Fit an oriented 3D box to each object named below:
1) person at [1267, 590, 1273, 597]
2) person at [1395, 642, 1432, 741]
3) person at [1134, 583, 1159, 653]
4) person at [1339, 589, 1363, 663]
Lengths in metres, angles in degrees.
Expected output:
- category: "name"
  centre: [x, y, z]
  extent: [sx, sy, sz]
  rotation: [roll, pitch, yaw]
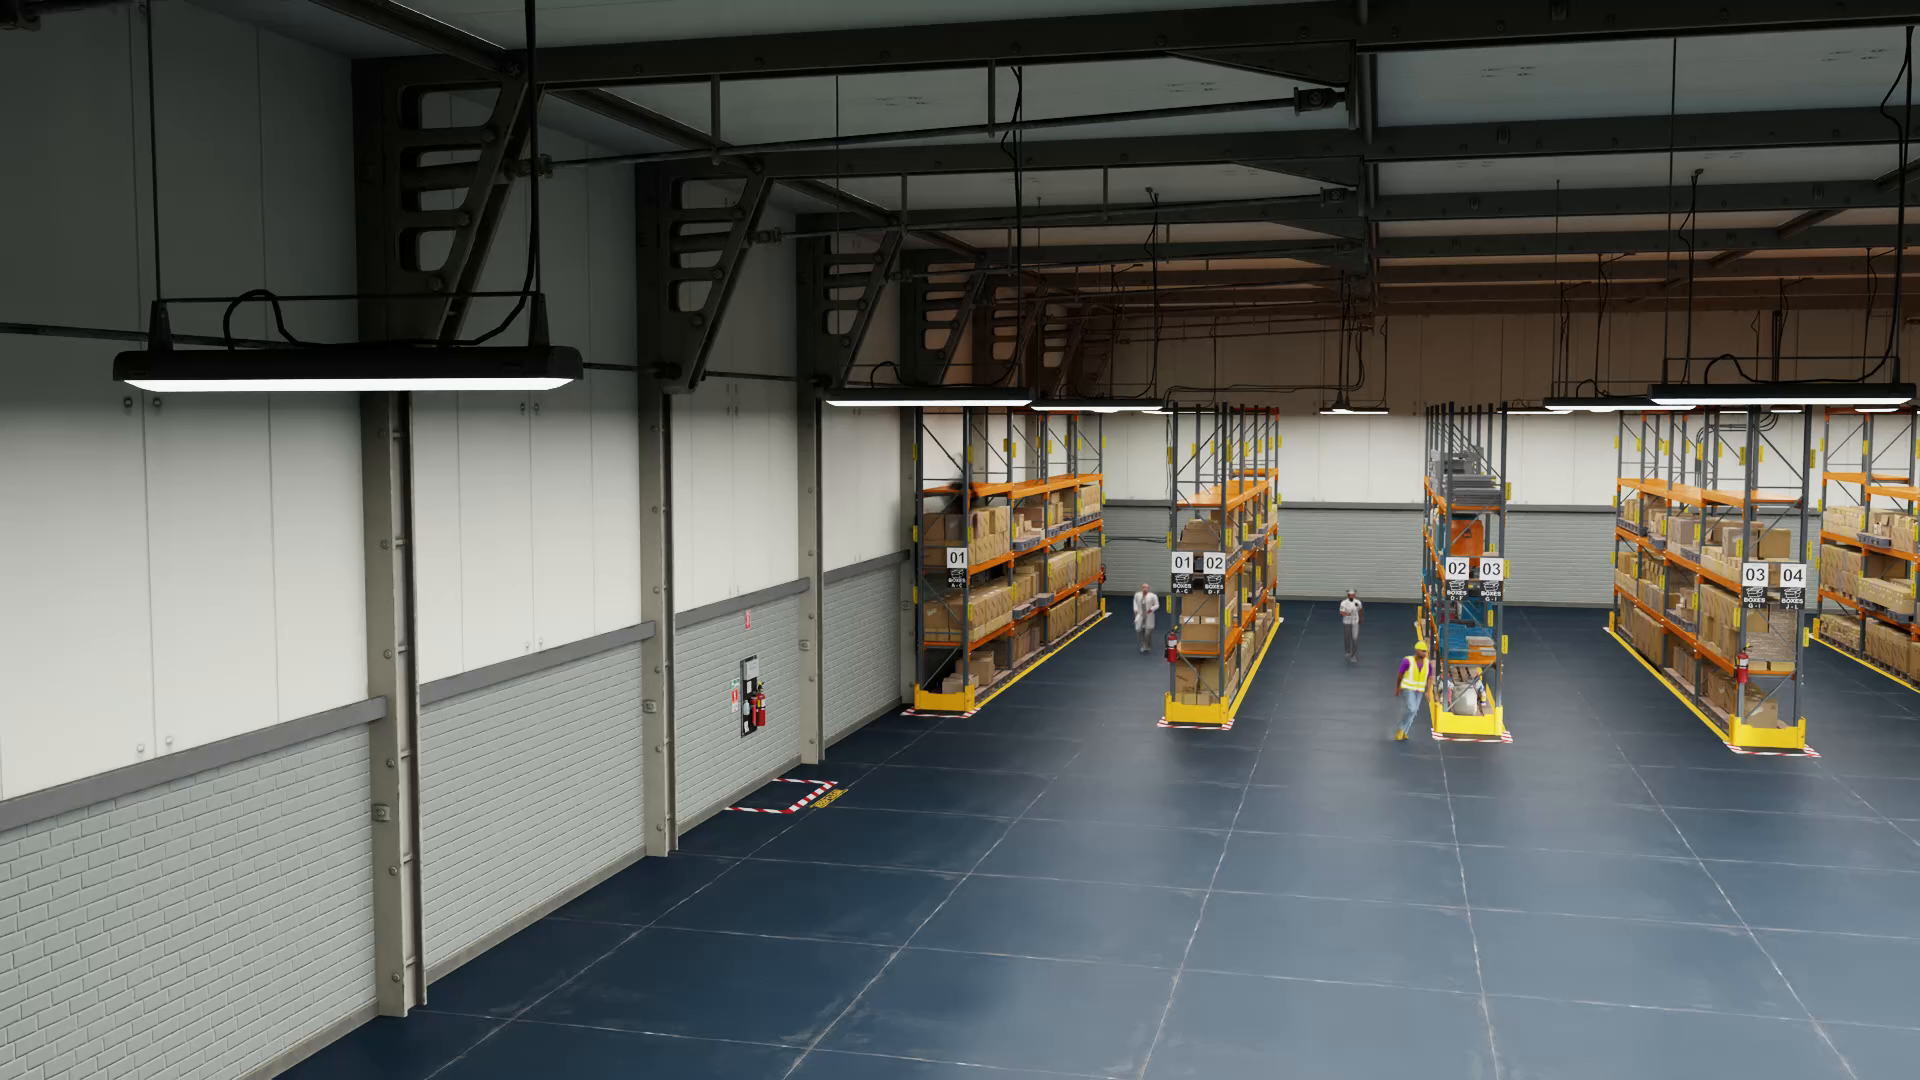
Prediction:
- category: "person"
  centre: [8.971, 1.383, 48.585]
  extent: [0.600, 1.505, 0.837]
  rotation: [-2, 5, -24]
- category: "person"
  centre: [8.011, 2.665, 29.410]
  extent: [0.699, 1.736, 0.545]
  rotation: [-1, 4, -18]
- category: "person"
  centre: [4.530, 1.887, 40.523]
  extent: [0.691, 1.717, 0.919]
  rotation: [2, 4, 20]
- category: "person"
  centre: [9.179, 1.998, 39.021]
  extent: [0.554, 1.749, 0.848]
  rotation: [1, 4, 11]
